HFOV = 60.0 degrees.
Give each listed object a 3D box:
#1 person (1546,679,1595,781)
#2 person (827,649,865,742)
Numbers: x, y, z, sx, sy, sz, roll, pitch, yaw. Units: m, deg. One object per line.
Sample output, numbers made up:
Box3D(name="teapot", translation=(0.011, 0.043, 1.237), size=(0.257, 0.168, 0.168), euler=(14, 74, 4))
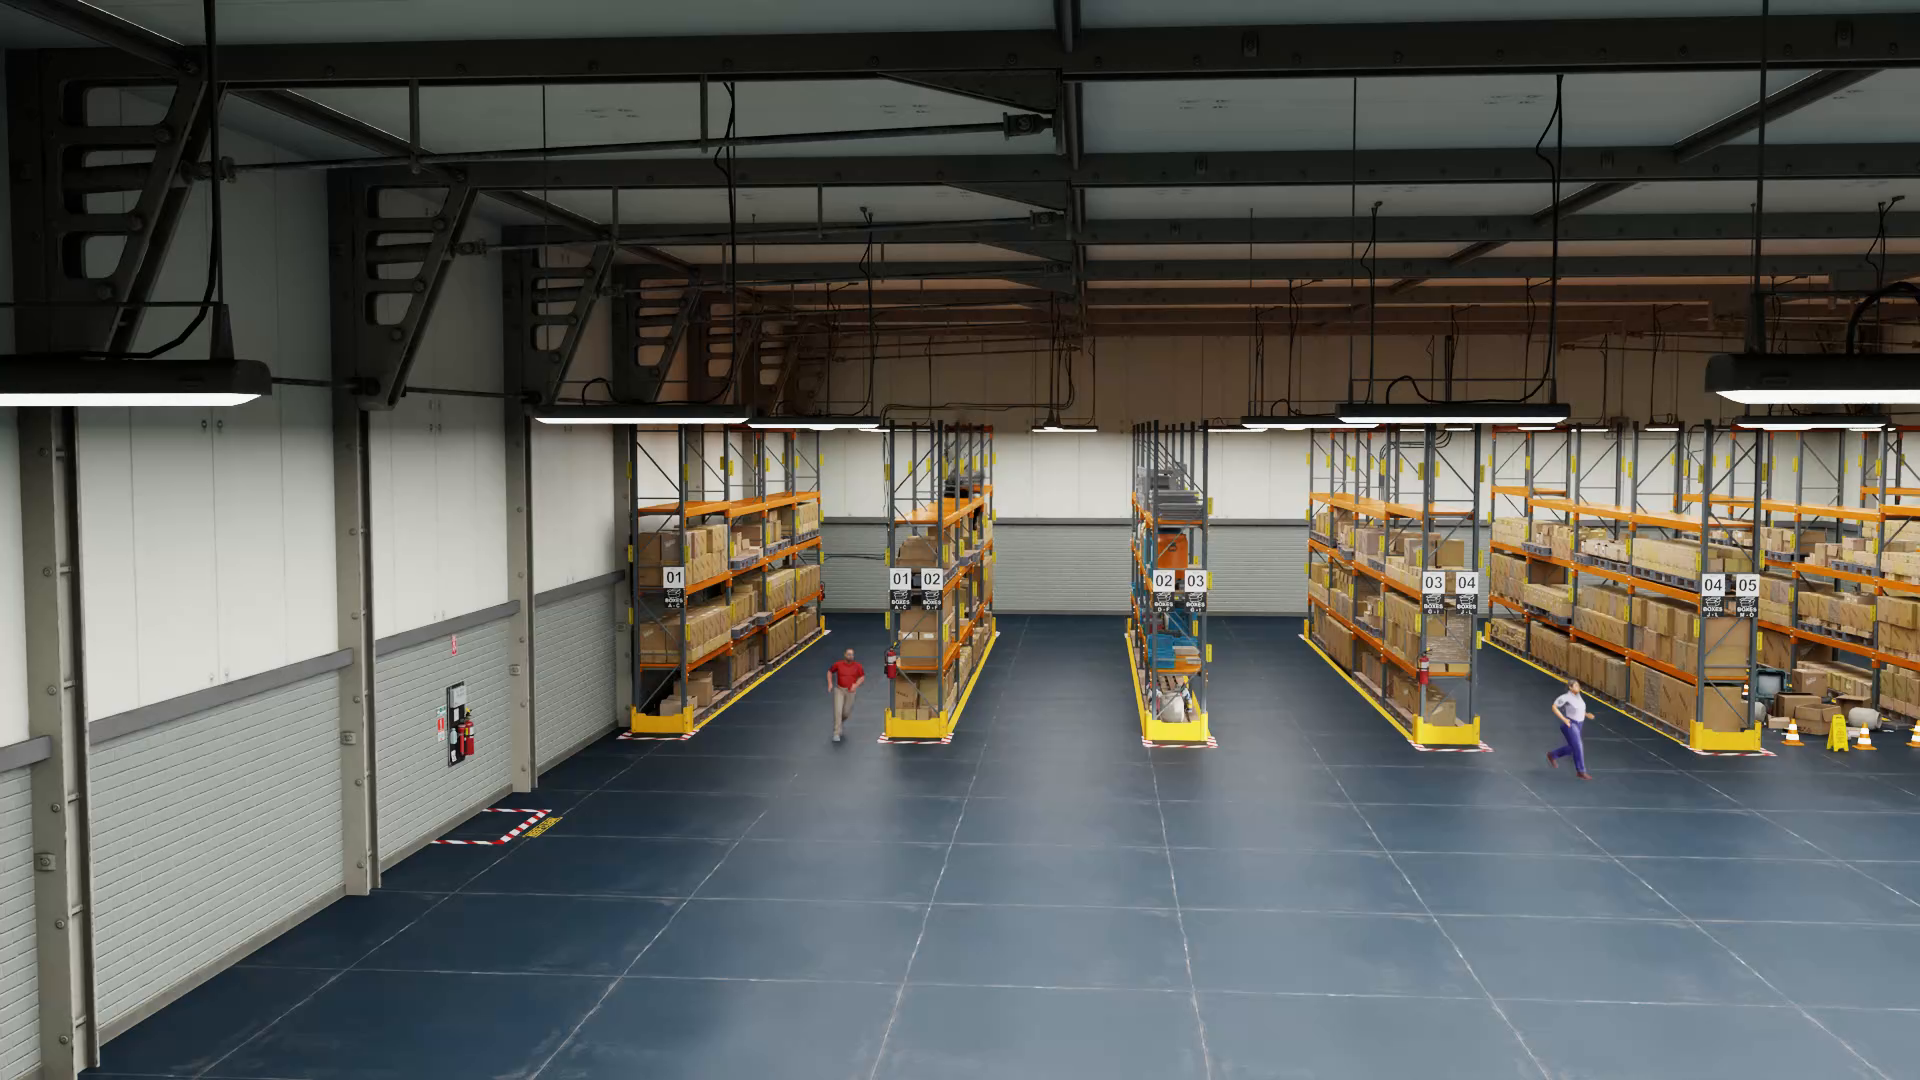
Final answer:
Box3D(name="person", translation=(10.222, 3.156, 27.815), size=(0.608, 1.645, 0.881), euler=(-3, 5, -43))
Box3D(name="person", translation=(-2.149, 2.896, 31.388), size=(0.713, 1.701, 0.872), euler=(-1, 4, -8))
